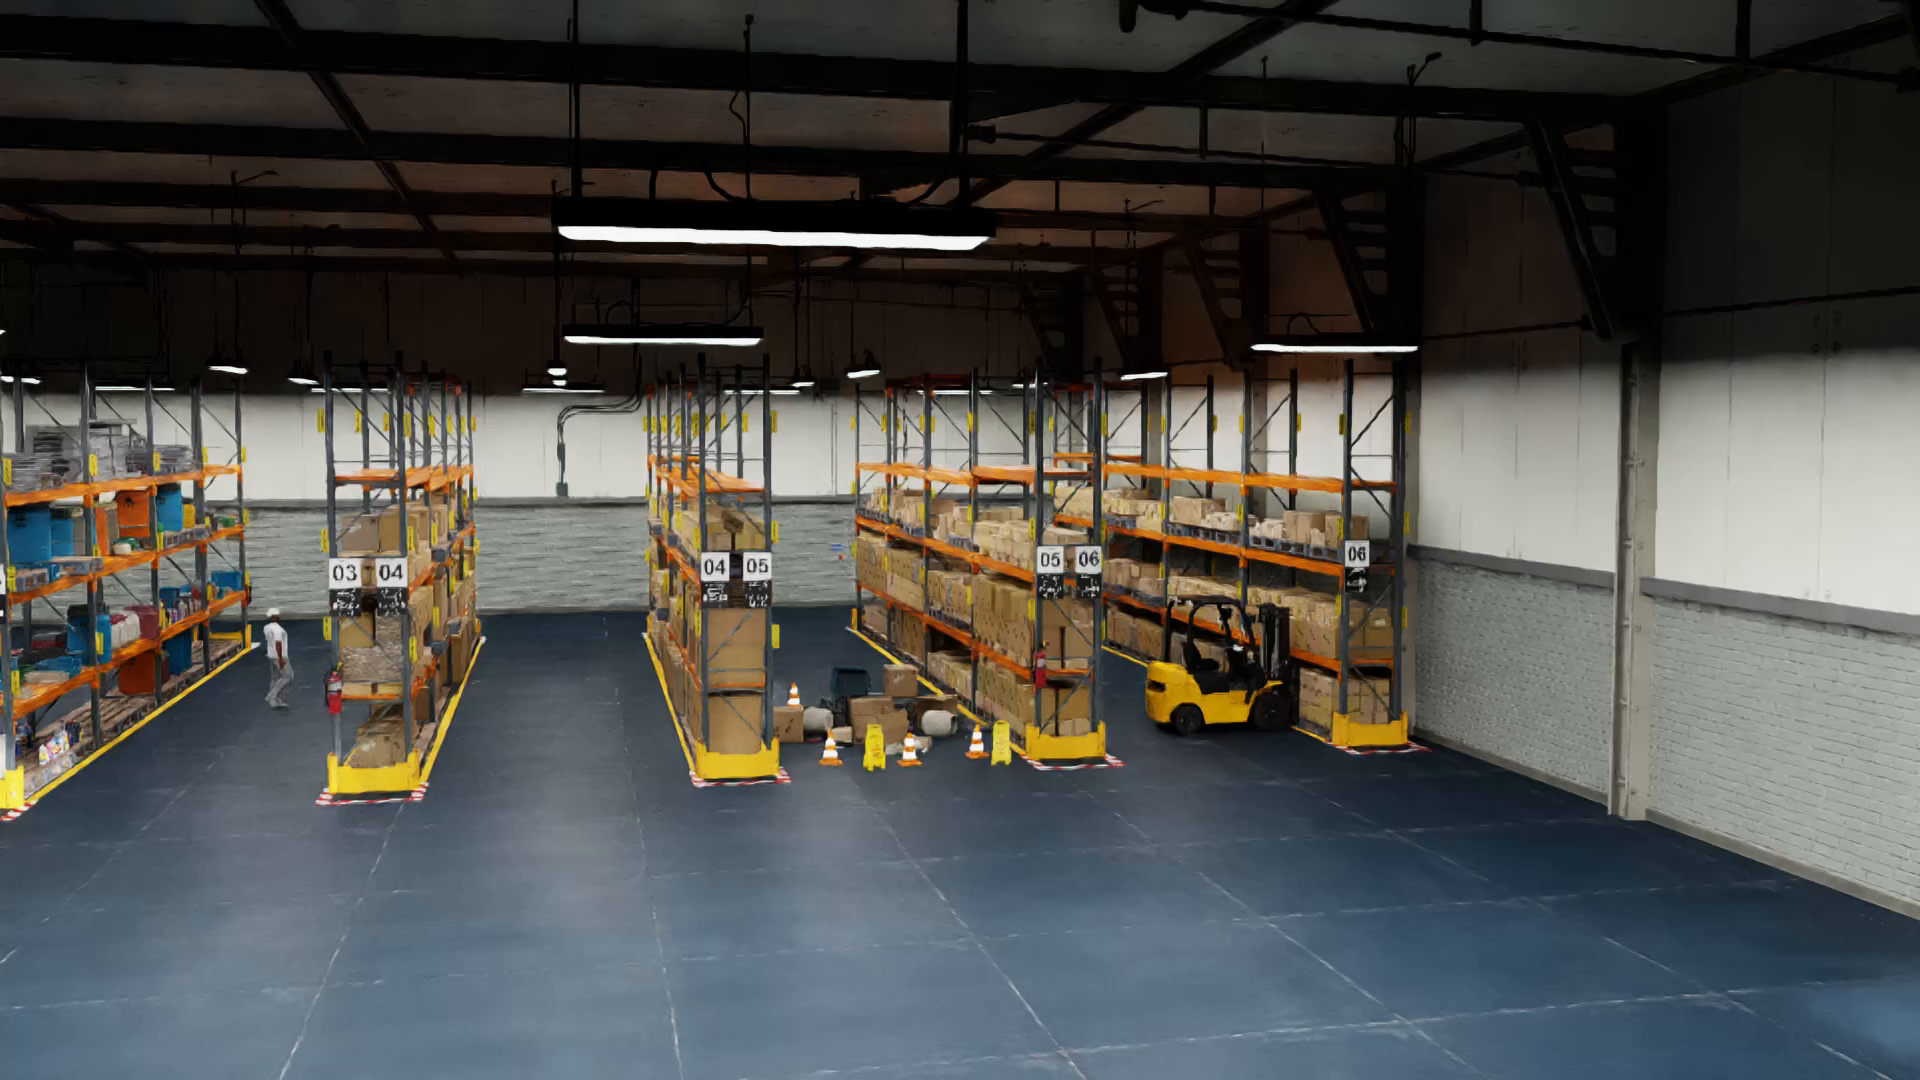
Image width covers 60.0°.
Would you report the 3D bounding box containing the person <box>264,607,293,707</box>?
[{"bbox_3d":[-12.087,2.074,29.399,0.456,1.762,0.607,-4,5,-41],"label":"person"}]
